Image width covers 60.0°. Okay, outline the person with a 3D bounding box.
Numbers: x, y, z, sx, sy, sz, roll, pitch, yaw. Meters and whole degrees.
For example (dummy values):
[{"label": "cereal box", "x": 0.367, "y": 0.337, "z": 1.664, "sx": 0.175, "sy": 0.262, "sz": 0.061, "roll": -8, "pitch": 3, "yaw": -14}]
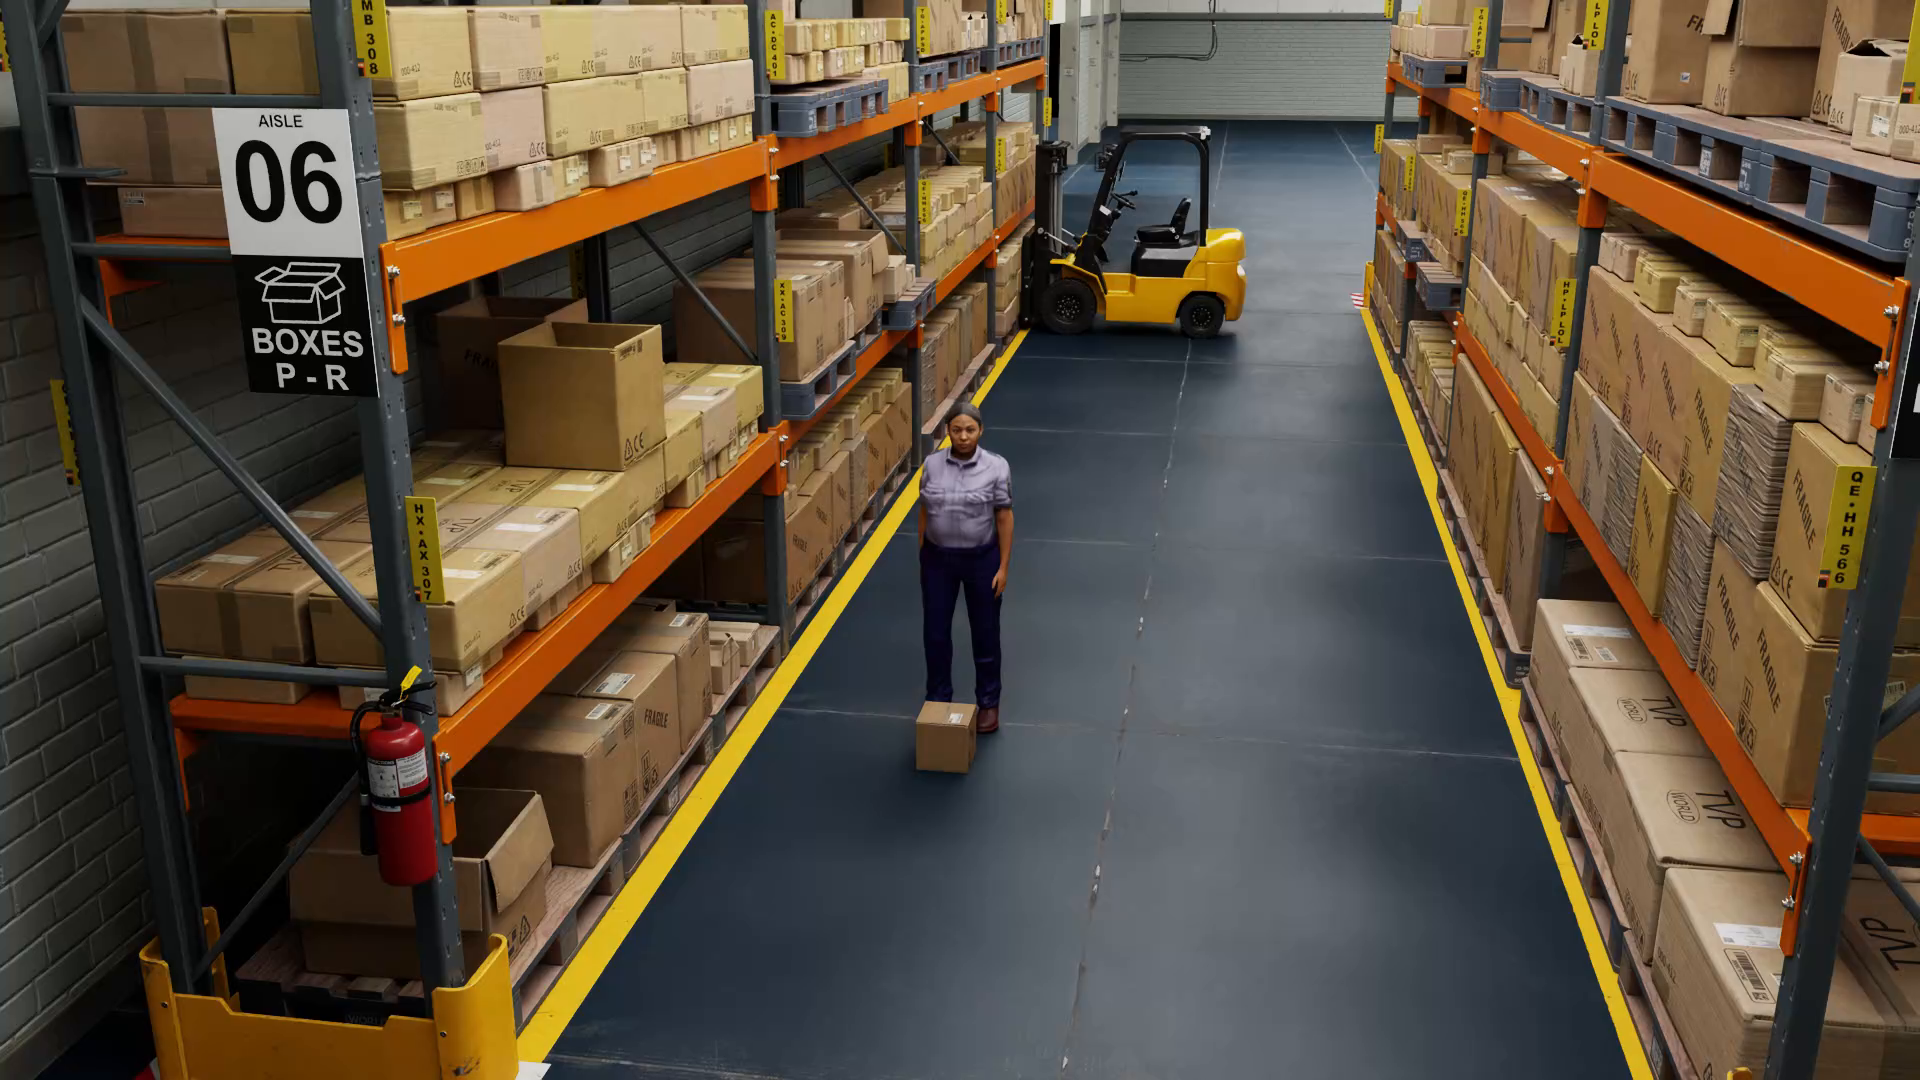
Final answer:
[{"label": "person", "x": 0.021, "y": 0.146, "z": 8.151, "sx": 0.473, "sy": 1.668, "sz": 0.342, "roll": 3, "pitch": 18, "yaw": 9}]
